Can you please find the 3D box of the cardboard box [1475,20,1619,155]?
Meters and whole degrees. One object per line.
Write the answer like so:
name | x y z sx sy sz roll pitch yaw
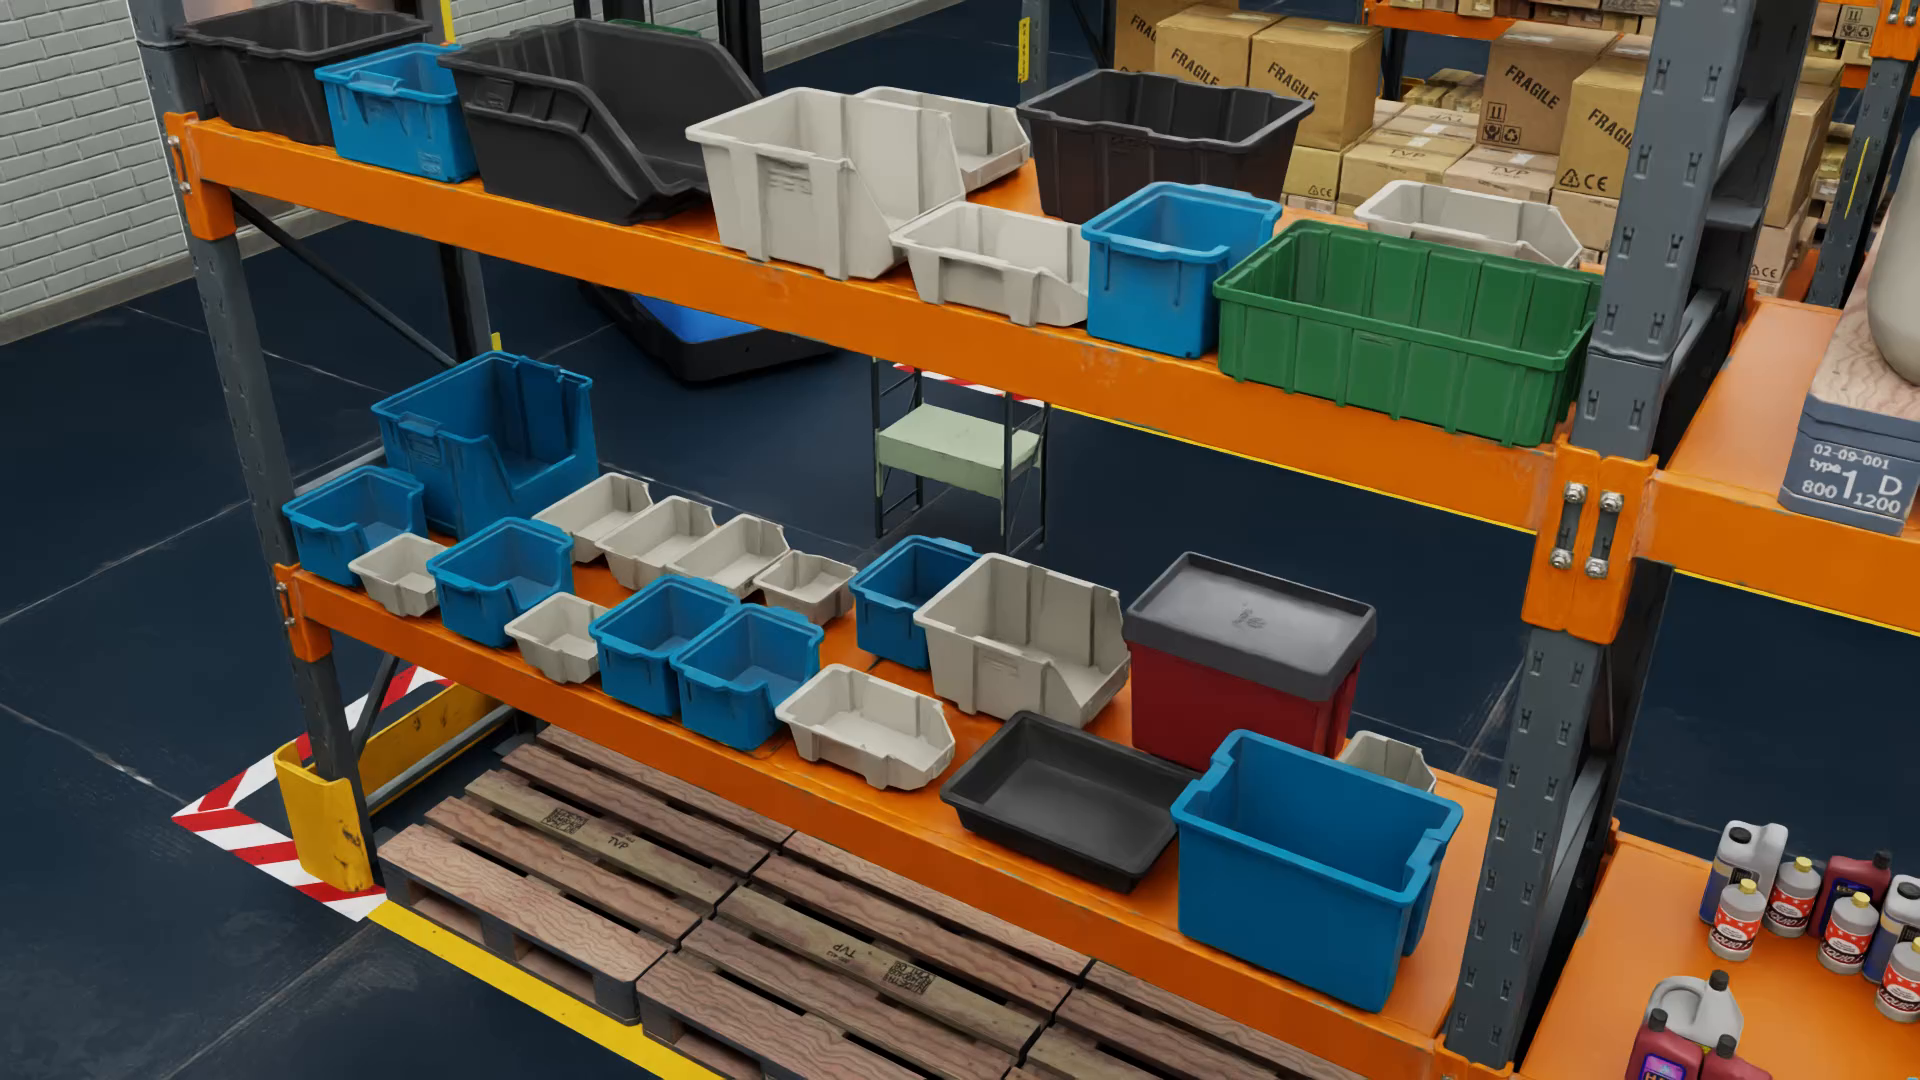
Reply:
cardboard box | 2.898 -2.232 8.209 0.500 0.500 0.500 16 34 26

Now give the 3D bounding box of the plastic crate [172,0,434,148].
plastic crate | -1.819 -1.309 4.670 0.590 0.269 0.497 18 35 27

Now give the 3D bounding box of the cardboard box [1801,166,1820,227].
cardboard box | 3.766 -1.636 7.931 0.500 0.250 0.500 17 34 26

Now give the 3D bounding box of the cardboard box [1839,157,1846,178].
cardboard box | 6.307 -2.616 11.579 0.250 0.149 0.380 19 35 29

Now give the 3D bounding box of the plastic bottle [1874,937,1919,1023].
plastic bottle | 2.156 0.989 3.775 0.097 0.201 0.097 0 30 0

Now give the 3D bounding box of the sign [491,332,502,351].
sign | -1.718 -0.602 6.143 0.005 0.325 0.100 18 35 27

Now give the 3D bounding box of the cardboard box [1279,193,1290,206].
cardboard box | 1.633 -1.787 8.586 0.250 0.149 0.380 17 34 26

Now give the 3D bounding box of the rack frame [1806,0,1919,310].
rack frame | 4.024 -1.335 7.561 0.127 3.000 1.000 18 35 27

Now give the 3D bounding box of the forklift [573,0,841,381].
forklift | -1.882 -2.900 10.313 1.130 2.935 3.031 -16 34 -26

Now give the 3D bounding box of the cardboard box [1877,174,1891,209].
cardboard box | 6.311 -2.452 11.593 0.250 0.149 0.380 18 35 28

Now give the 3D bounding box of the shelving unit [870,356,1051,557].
shelving unit | 0.006 -0.646 7.869 0.755 1.500 0.431 18 35 27

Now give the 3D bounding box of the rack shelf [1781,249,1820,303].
rack shelf | 2.330 -1.560 8.661 4.000 0.370 1.077 18 35 27

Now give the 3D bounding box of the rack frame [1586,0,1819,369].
rack frame | 1.391 -1.812 2.426 0.127 3.000 1.000 18 35 27

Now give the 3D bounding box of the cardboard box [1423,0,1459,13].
cardboard box | 3.696 -4.110 12.568 0.250 0.149 0.380 19 35 29

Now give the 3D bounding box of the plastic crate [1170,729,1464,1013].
plastic crate | 0.814 0.781 3.891 0.575 0.384 0.392 18 35 27

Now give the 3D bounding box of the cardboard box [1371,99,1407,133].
cardboard box | 2.048 -2.181 8.865 0.500 0.250 0.500 16 34 26

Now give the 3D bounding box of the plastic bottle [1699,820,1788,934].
plastic bottle | 1.897 0.801 4.024 0.135 0.276 0.152 18 35 27

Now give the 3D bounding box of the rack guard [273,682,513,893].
rack guard | -2.024 0.787 6.406 0.348 0.500 1.175 18 35 27

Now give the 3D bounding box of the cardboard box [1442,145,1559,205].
cardboard box | 2.639 -1.679 8.005 0.500 0.250 0.500 18 35 28

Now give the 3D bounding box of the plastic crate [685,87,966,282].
plastic crate | -0.284 -0.811 3.805 0.530 0.282 0.437 18 35 27

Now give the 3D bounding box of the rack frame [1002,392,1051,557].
rack frame | 0.316 -0.548 7.701 0.023 1.500 0.400 18 35 27

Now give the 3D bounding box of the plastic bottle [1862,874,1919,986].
plastic bottle | 2.206 0.898 3.856 0.135 0.276 0.152 18 35 27

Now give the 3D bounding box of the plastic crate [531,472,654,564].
plastic crate | -1.210 -0.063 5.583 0.243 0.136 0.396 18 35 27

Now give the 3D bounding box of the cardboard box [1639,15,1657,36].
cardboard box | 5.018 -3.681 11.832 0.250 0.149 0.380 18 35 28

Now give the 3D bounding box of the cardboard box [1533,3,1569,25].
cardboard box | 4.405 -3.921 12.244 0.250 0.149 0.380 17 34 27

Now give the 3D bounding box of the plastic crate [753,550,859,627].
plastic crate | -0.463 0.156 5.207 0.250 0.136 0.298 18 35 27

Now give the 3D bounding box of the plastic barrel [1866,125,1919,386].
plastic barrel | 1.704 -0.508 2.616 0.433 0.535 0.433 0 30 0

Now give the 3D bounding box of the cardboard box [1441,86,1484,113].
cardboard box | 3.919 -3.395 12.915 0.250 0.149 0.380 18 35 28

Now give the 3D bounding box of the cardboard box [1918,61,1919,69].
cardboard box | 6.380 -3.292 11.166 0.250 0.149 0.380 17 34 27

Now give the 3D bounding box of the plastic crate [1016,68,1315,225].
plastic crate | 0.485 -0.910 3.985 0.590 0.269 0.497 18 35 27

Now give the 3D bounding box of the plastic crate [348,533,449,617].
plastic crate | -1.735 0.124 5.263 0.298 0.136 0.250 18 35 27

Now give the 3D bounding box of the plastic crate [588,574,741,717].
plastic crate | -0.848 0.314 4.842 0.300 0.233 0.416 18 35 27

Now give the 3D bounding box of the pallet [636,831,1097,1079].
pallet | -0.290 1.477 5.509 1.213 0.211 1.003 18 35 27

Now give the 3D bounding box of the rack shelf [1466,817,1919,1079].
rack shelf | 3.085 1.626 3.200 4.000 0.370 1.077 18 35 27

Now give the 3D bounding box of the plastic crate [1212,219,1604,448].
plastic crate | 0.872 -0.409 3.208 0.662 0.188 0.450 18 35 27

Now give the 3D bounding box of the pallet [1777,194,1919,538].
pallet | 2.107 -0.266 2.941 1.003 0.211 1.213 18 35 27

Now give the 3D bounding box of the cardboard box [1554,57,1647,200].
cardboard box | 3.071 -1.867 7.583 0.500 0.500 0.500 18 35 28

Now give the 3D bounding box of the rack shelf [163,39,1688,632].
rack shelf | -0.303 -0.741 4.281 4.000 0.370 1.077 18 35 27

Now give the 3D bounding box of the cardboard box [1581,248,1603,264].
cardboard box | 2.938 -1.375 7.879 0.250 0.149 0.380 18 35 28

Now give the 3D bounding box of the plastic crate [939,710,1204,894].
plastic crate | 0.300 0.687 4.309 0.590 0.125 0.437 18 35 27

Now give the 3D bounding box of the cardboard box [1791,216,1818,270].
cardboard box | 3.951 -1.447 8.003 0.250 0.149 0.380 18 35 27

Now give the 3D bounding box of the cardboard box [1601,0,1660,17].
cardboard box | 4.902 -4.026 11.781 0.500 0.500 0.500 17 34 26

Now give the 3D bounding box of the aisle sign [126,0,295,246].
aisle sign | -2.216 -1.308 4.935 0.004 0.787 0.394 18 35 27

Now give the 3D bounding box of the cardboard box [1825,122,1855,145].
cardboard box | 6.363 -2.911 12.085 0.250 0.149 0.380 19 35 30

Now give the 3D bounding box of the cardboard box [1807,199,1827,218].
cardboard box | 6.058 -2.439 11.867 0.250 0.149 0.380 19 35 29
